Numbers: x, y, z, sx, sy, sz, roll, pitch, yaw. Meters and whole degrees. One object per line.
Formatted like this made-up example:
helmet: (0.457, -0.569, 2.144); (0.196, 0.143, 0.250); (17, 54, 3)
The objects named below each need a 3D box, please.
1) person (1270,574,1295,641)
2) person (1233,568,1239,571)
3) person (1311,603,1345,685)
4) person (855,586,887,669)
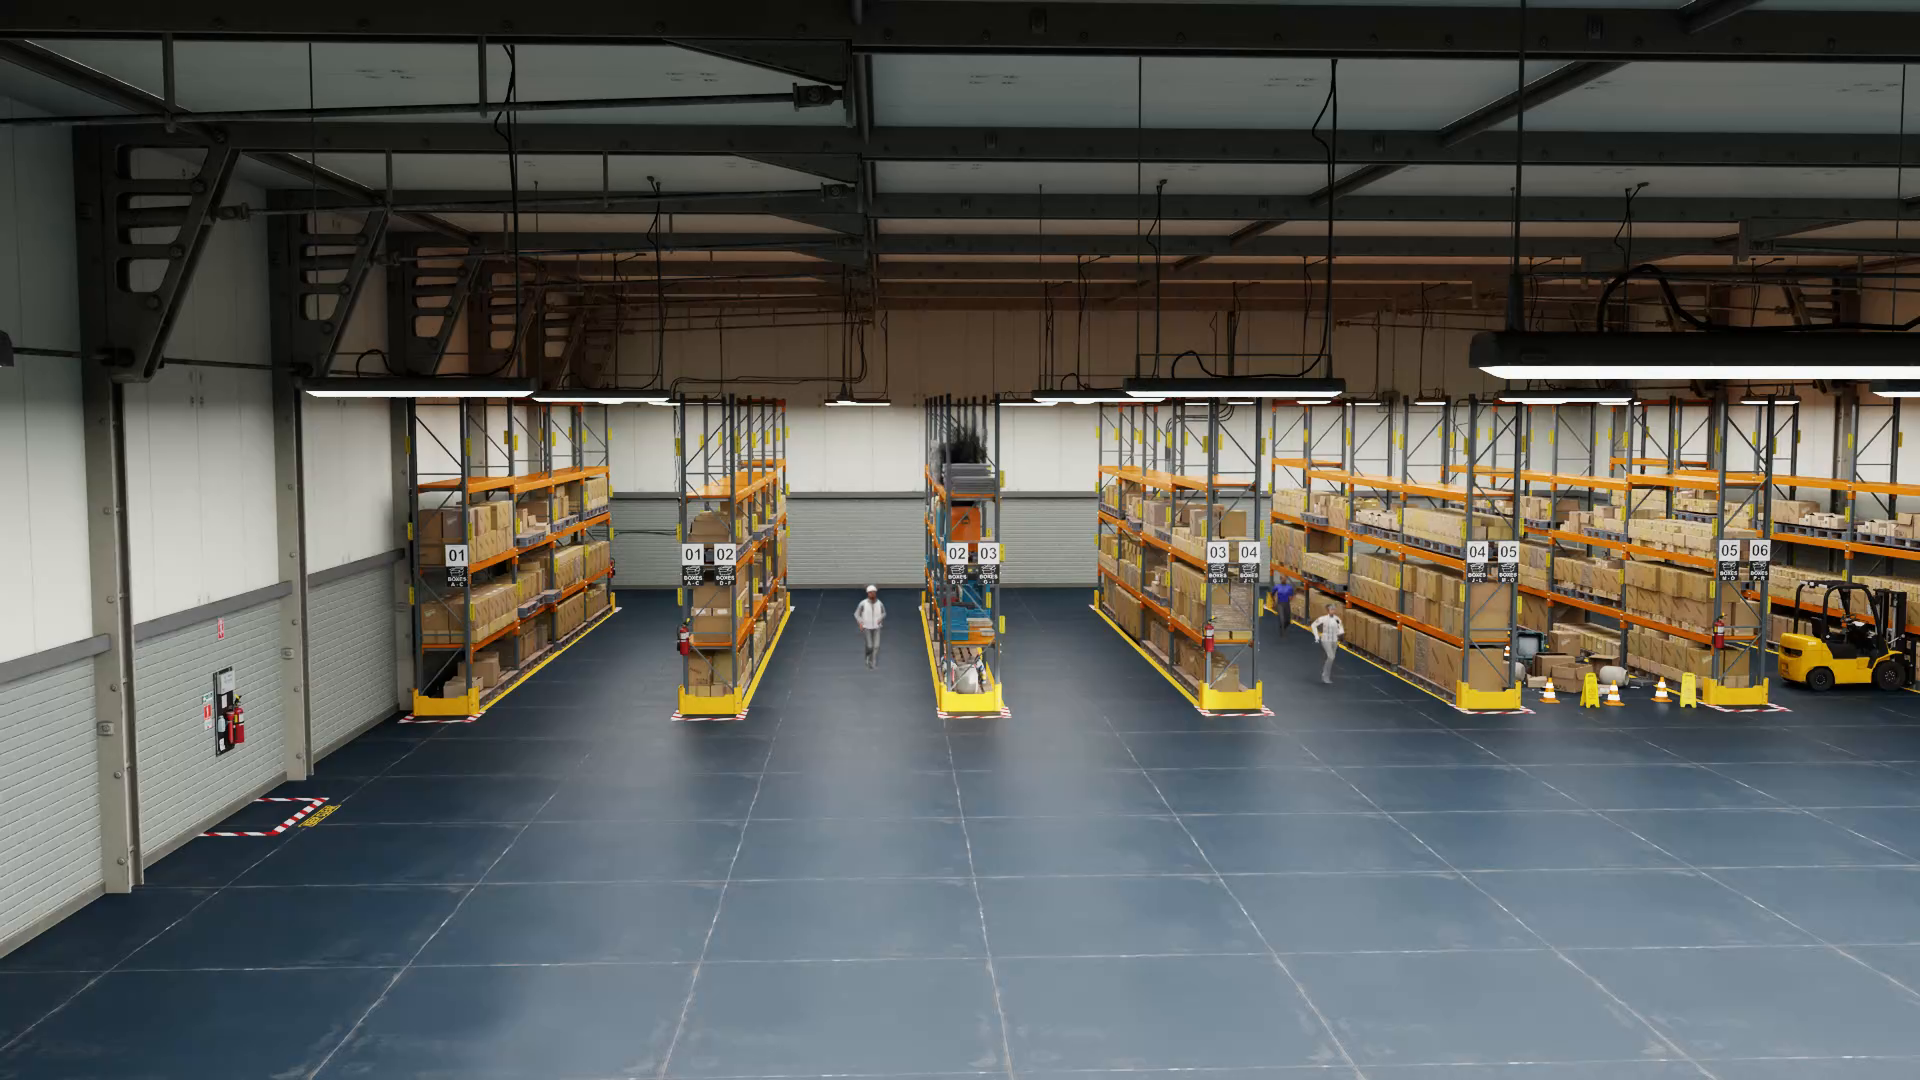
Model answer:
person: (7.986, 1.659, 41.156); (0.588, 1.620, 0.815); (0, 5, -1)
person: (7.666, 1.160, 47.224); (0.581, 1.657, 0.851); (2, 5, 19)
person: (7.698, 2.151, 34.587); (0.594, 1.711, 0.666); (-2, 5, -19)
person: (-1.846, 1.823, 34.725); (0.671, 1.738, 0.534); (-1, 5, -16)
